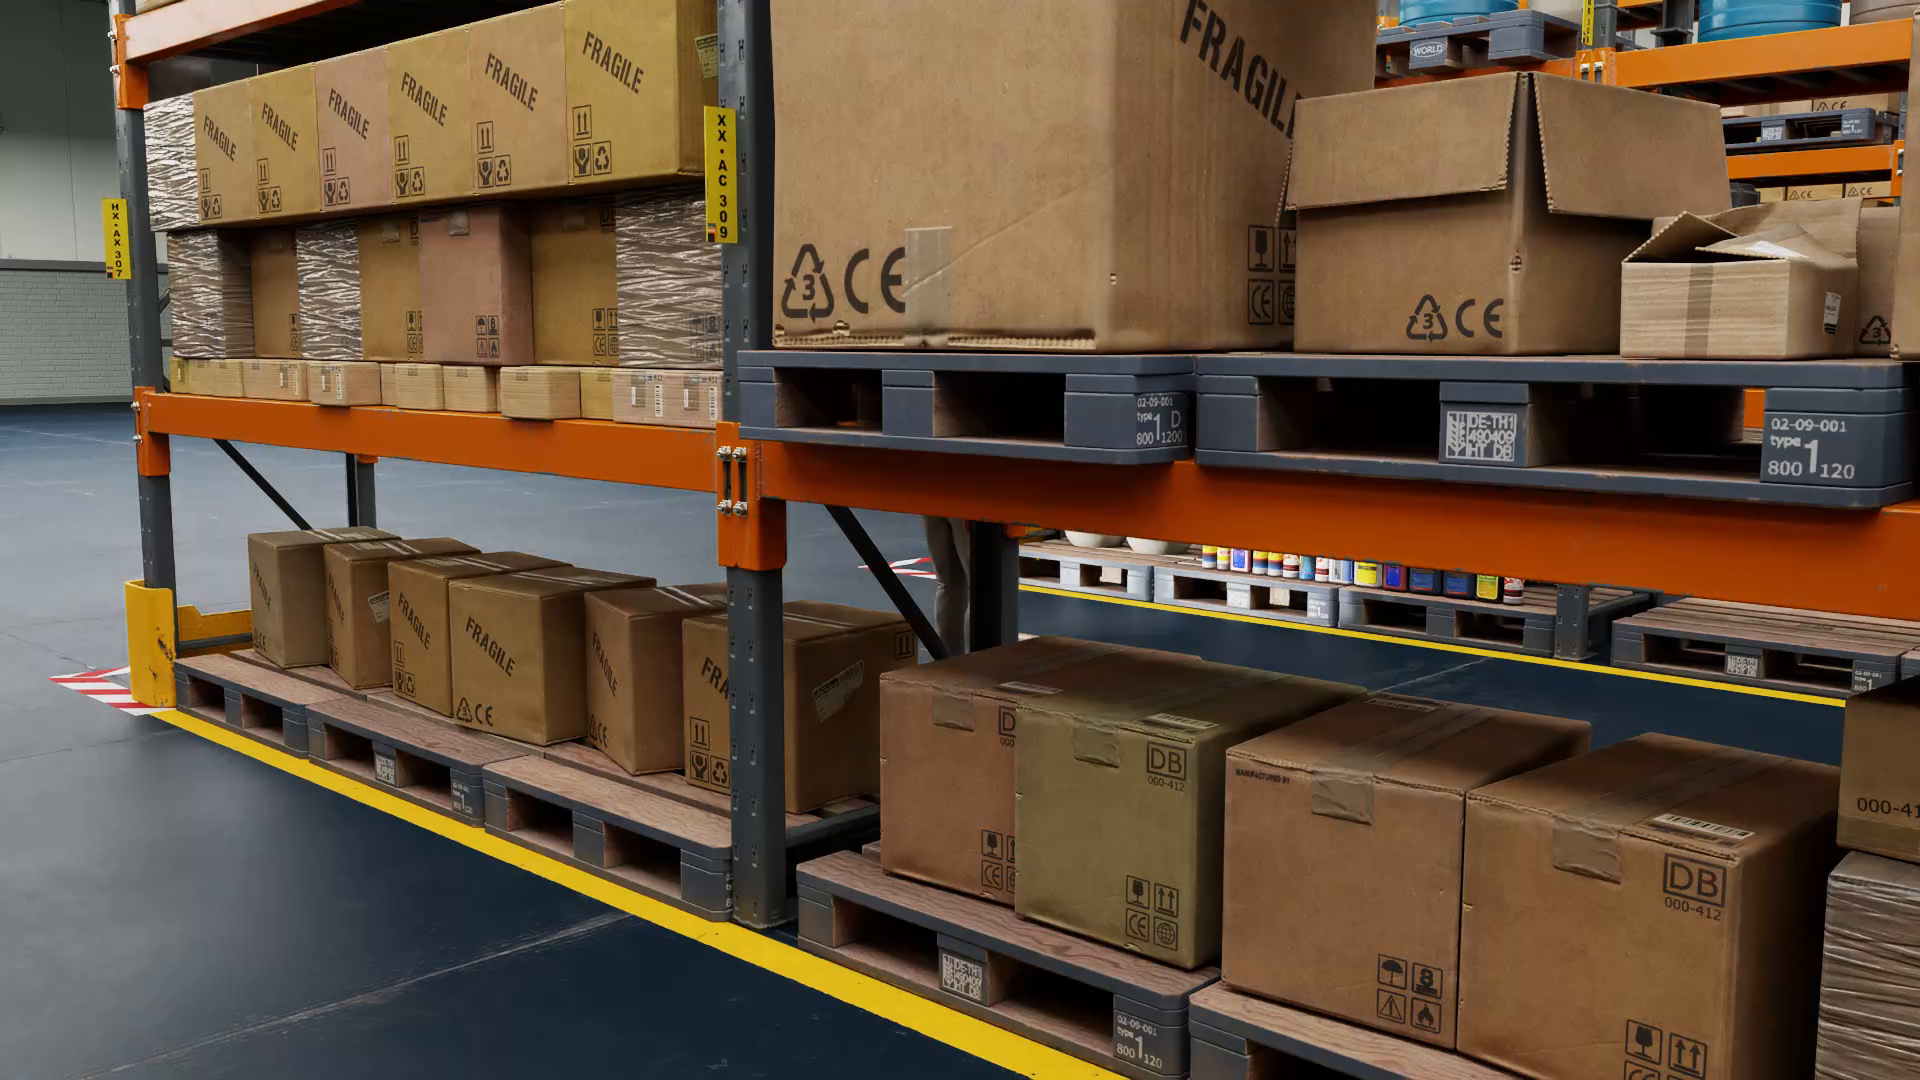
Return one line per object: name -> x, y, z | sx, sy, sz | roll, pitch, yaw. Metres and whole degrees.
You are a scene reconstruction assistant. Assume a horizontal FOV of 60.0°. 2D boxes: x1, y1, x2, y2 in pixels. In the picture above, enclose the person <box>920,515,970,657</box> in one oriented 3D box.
person -> 0.031, -0.144, 6.920 | 0.485, 1.672, 0.411 | 7, 10, 43
